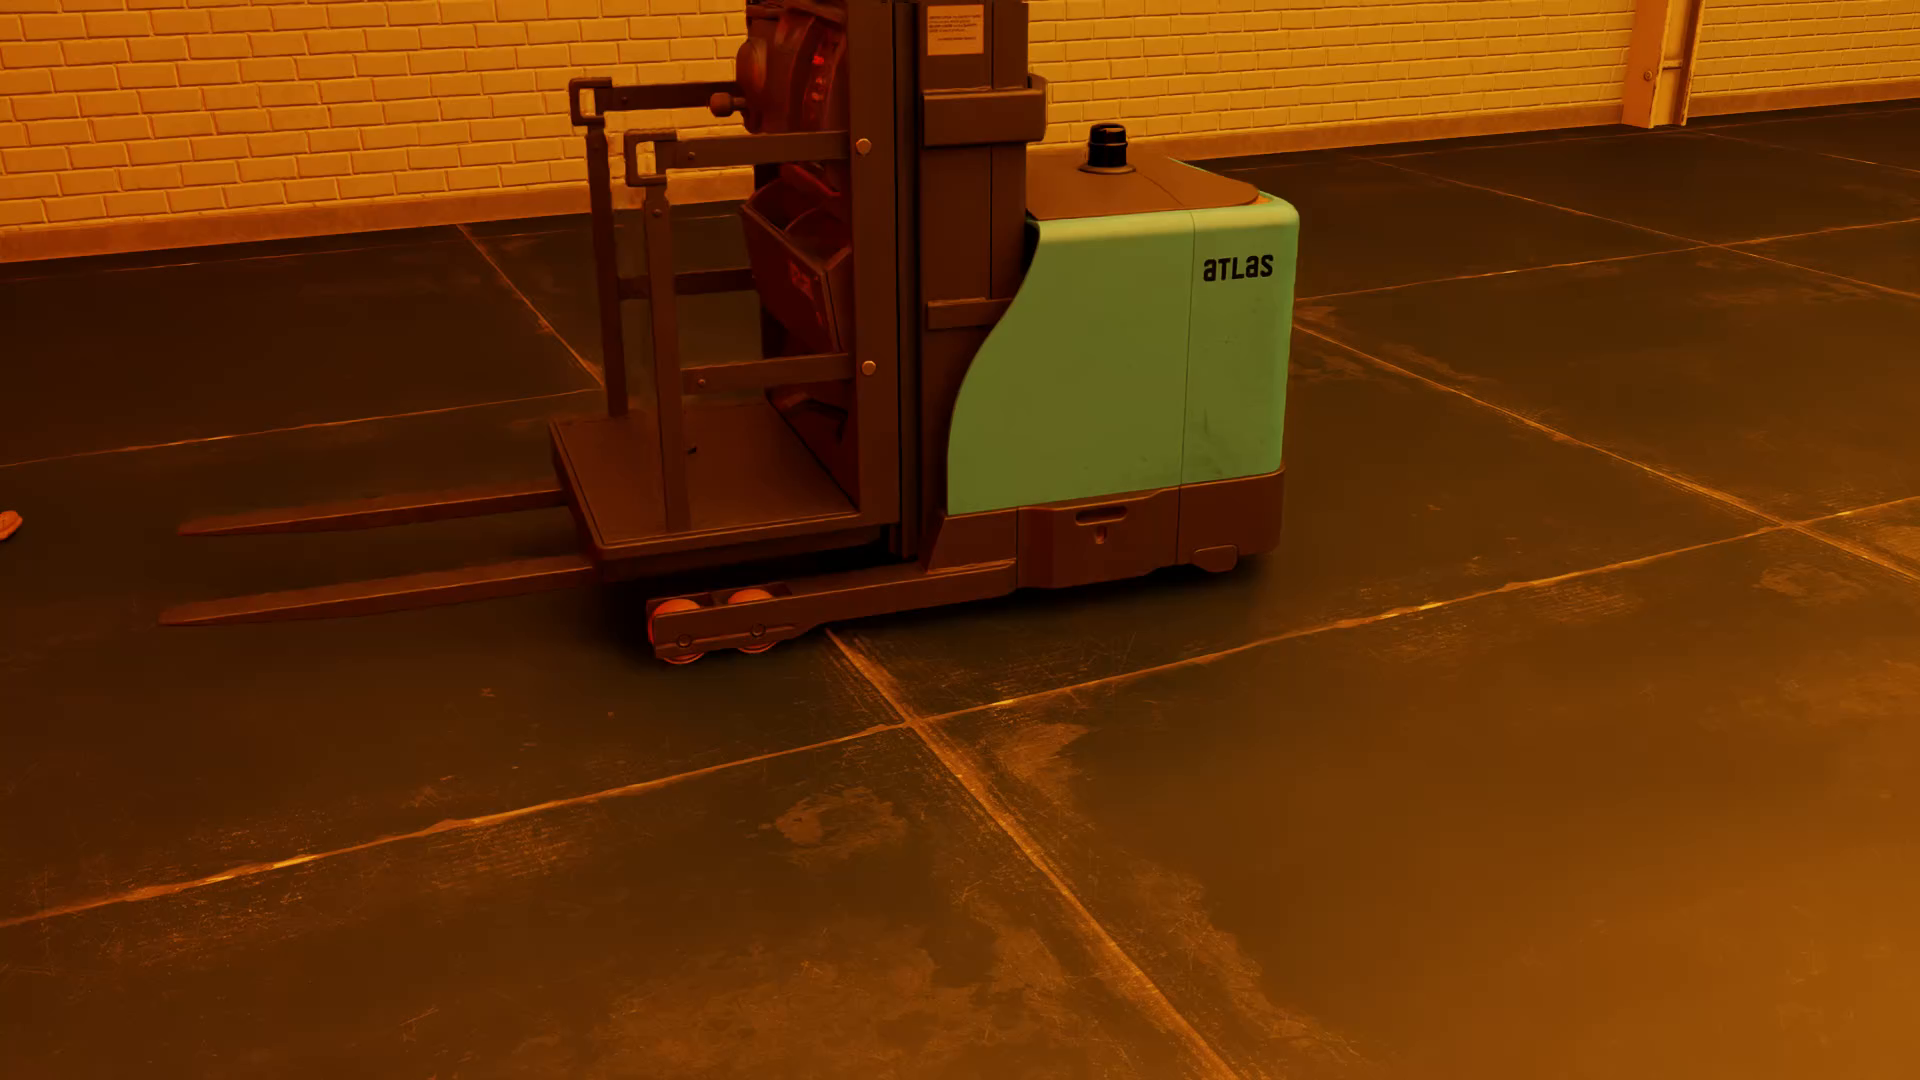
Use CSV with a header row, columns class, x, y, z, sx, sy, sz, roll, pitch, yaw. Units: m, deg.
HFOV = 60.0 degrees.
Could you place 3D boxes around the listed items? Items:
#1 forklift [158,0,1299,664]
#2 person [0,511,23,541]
class,x,y,z,sx,sy,sz,roll,pitch,yaw
forklift,-0.631,-1.258,4.315,3.031,2.935,1.130,-8,24,-18
person,-3.449,-0.812,5.059,0.712,1.543,1.177,-16,28,-34
